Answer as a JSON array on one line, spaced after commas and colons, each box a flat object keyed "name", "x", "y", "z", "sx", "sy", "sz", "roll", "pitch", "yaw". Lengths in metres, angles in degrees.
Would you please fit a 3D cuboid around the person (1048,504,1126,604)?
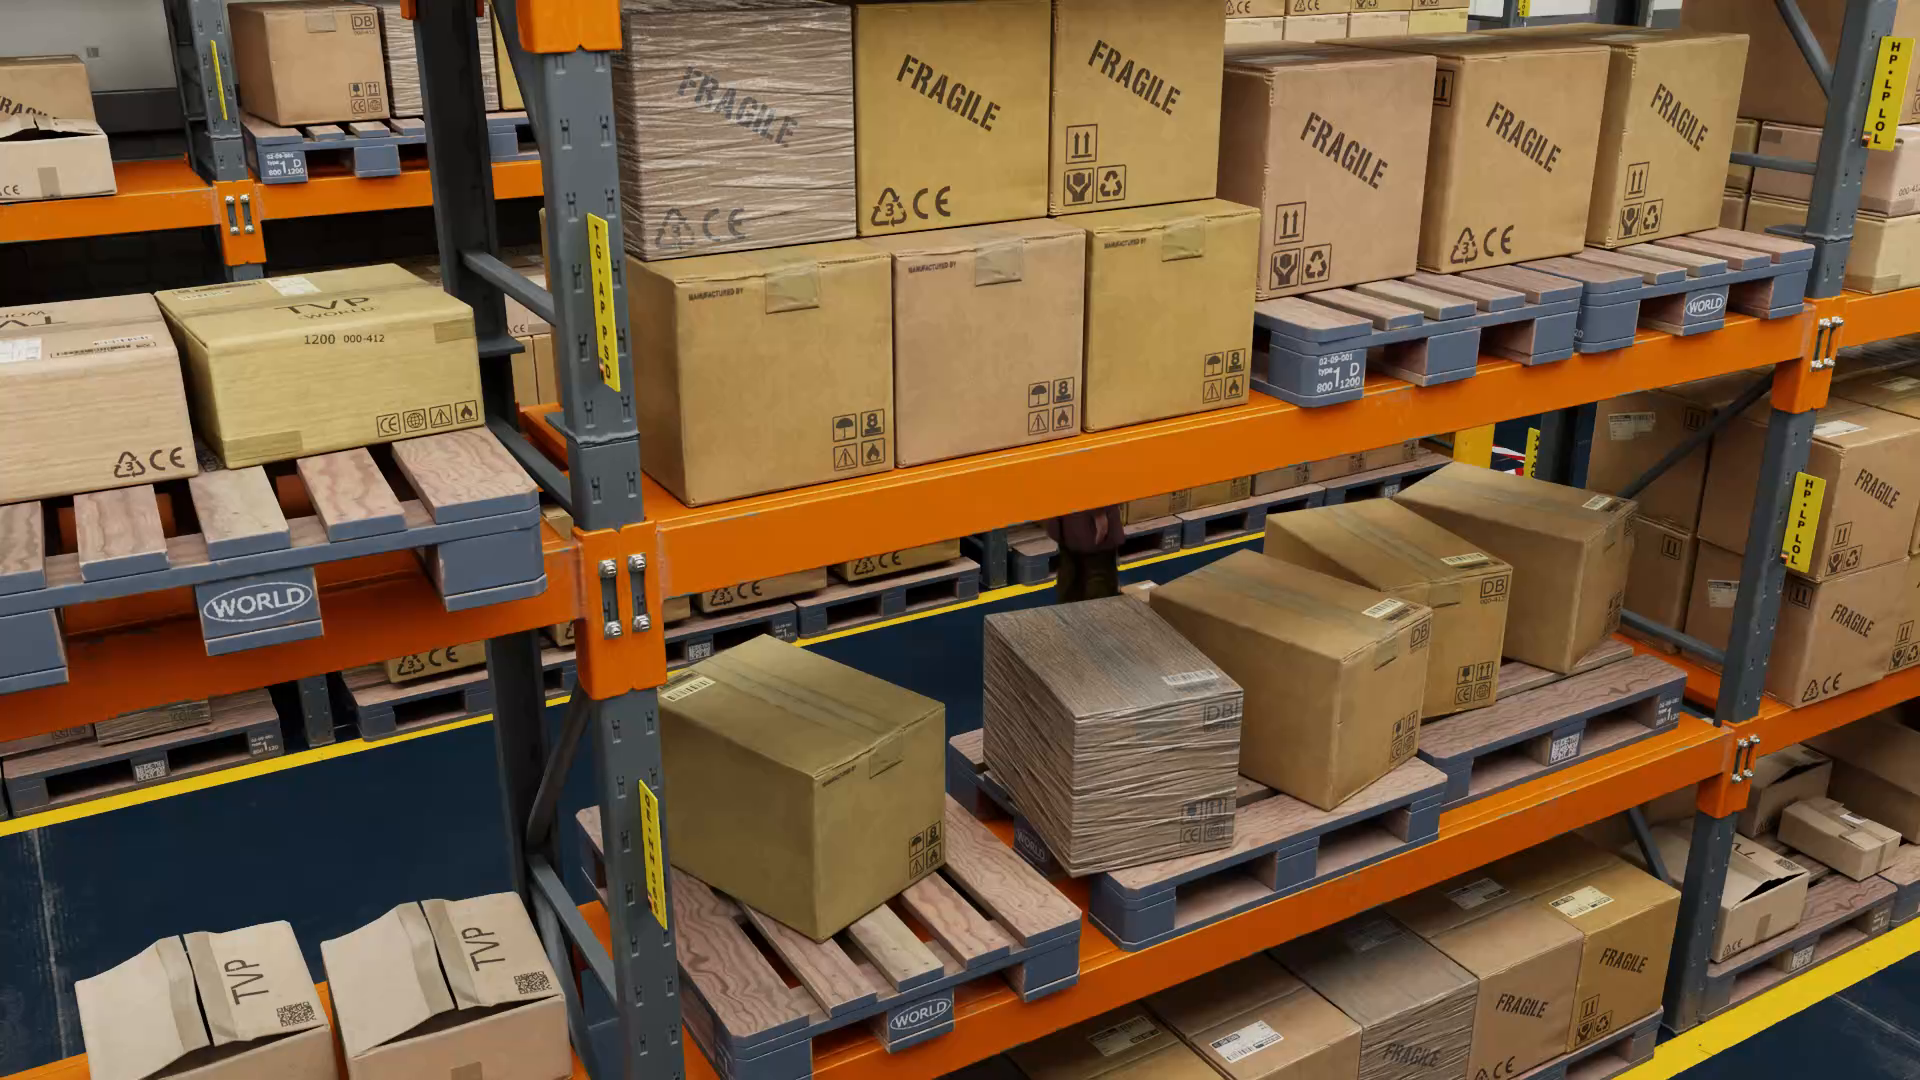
[{"name": "person", "x": 0.722, "y": -0.214, "z": 9.102, "sx": 0.472, "sy": 1.786, "sz": 0.594, "roll": -12, "pitch": 25, "yaw": -29}]
